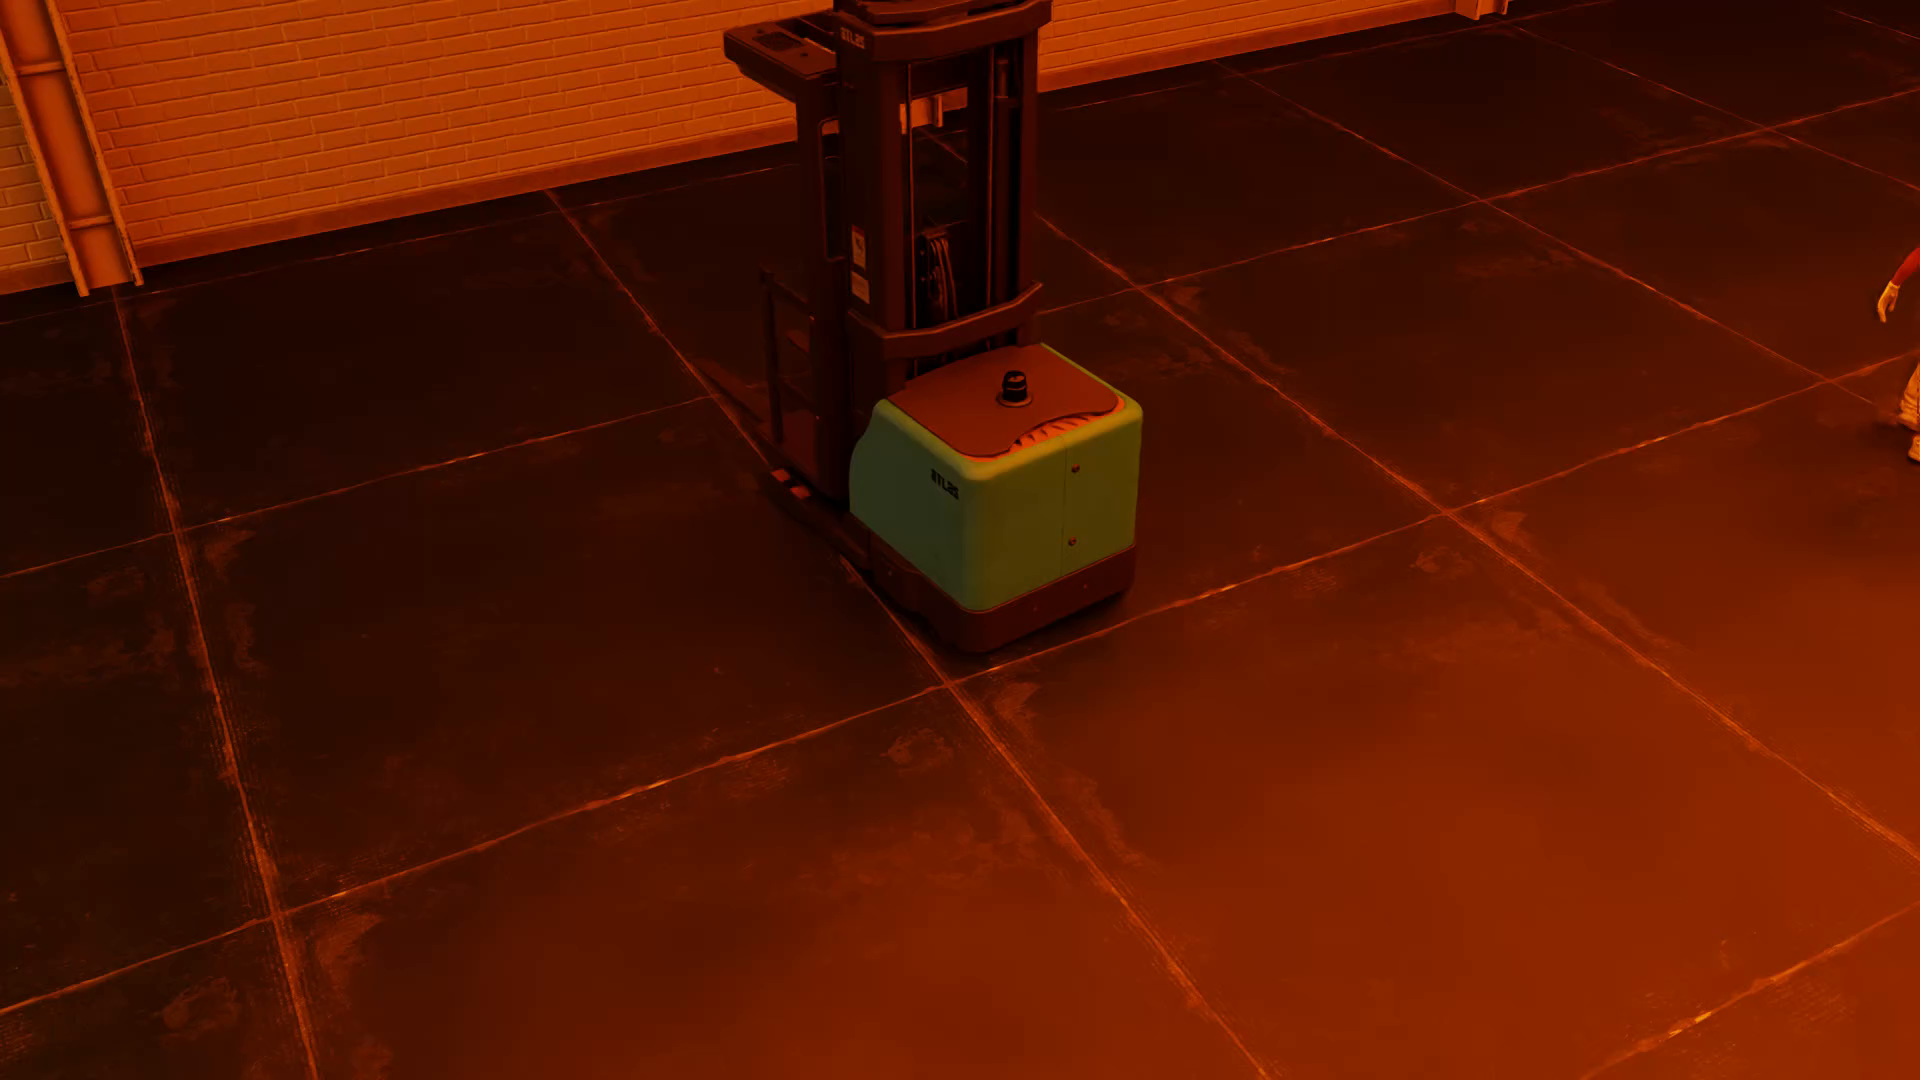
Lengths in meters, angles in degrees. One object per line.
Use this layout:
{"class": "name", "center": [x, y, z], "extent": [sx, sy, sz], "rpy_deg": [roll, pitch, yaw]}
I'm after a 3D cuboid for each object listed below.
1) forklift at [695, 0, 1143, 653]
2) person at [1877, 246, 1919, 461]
{"class": "forklift", "center": [-0.402, -1.469, 8.201], "extent": [1.130, 2.935, 3.031], "rpy_deg": [-23, 41, -29]}
{"class": "person", "center": [5.416, -1.200, 8.916], "extent": [0.794, 1.756, 0.694], "rpy_deg": [-25, 42, -30]}
